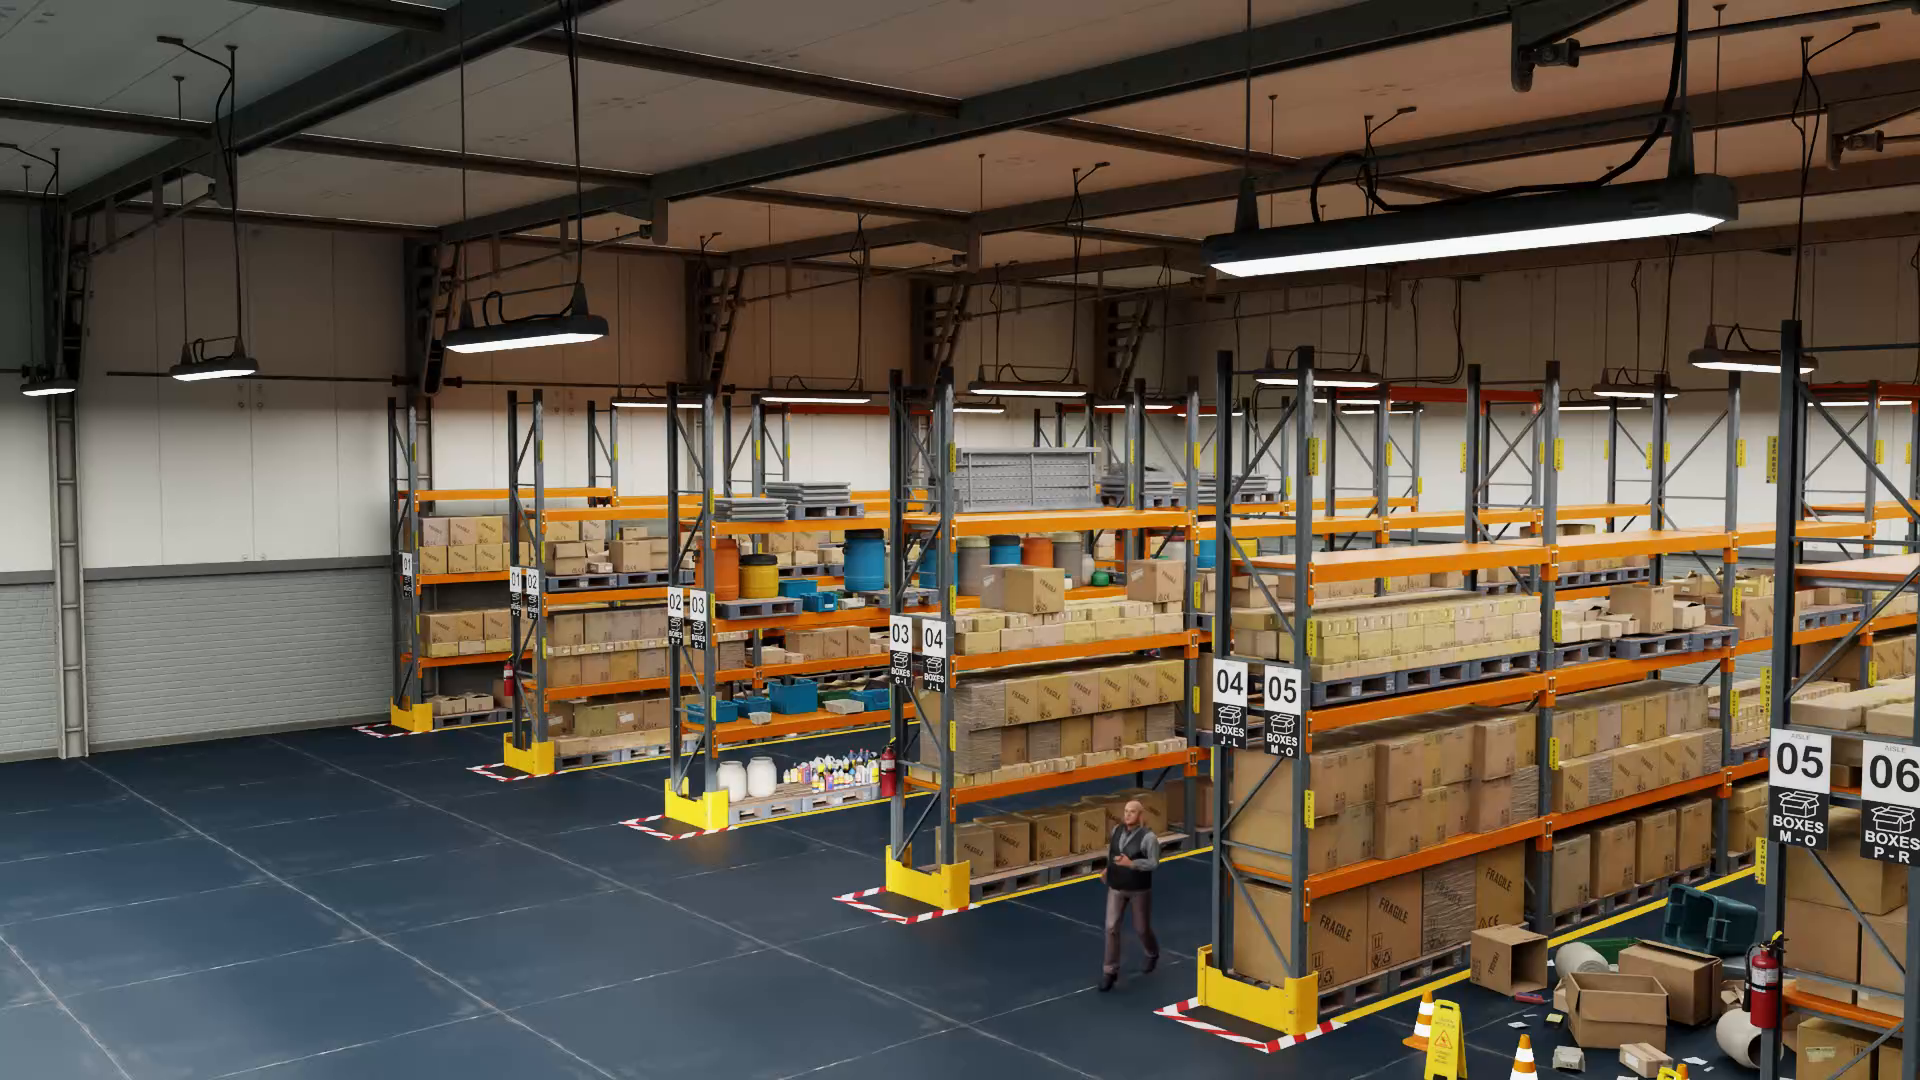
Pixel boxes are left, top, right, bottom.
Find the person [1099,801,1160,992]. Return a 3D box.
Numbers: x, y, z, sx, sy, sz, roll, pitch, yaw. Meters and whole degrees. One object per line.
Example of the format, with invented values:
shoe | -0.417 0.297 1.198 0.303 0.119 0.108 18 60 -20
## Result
person | 1.612 3.353 15.869 0.647 1.724 0.899 2 4 32
